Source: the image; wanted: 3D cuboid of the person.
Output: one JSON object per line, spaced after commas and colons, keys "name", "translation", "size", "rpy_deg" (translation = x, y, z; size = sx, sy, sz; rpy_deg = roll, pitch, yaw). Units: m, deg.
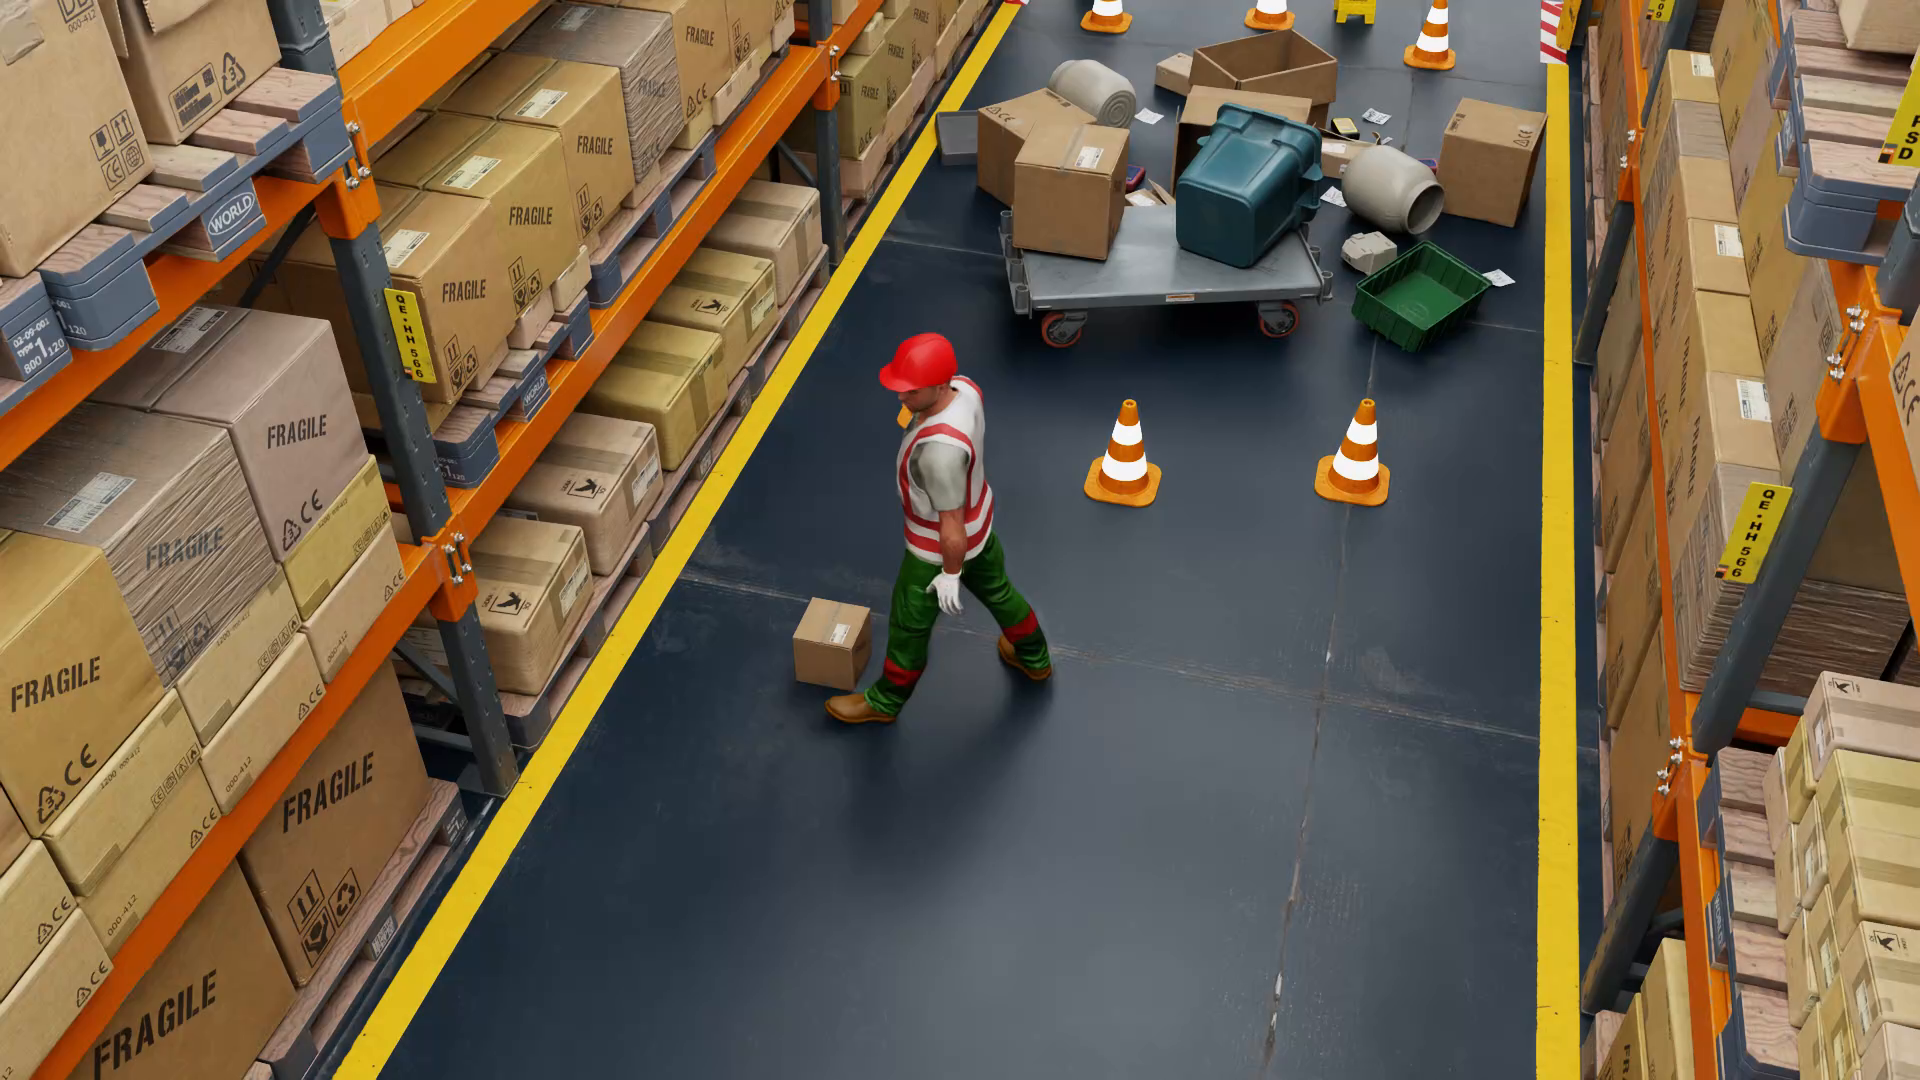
{"name": "person", "translation": [-0.070, -0.046, 6.216], "size": [0.842, 1.772, 0.648], "rpy_deg": [9, 41, 10]}
